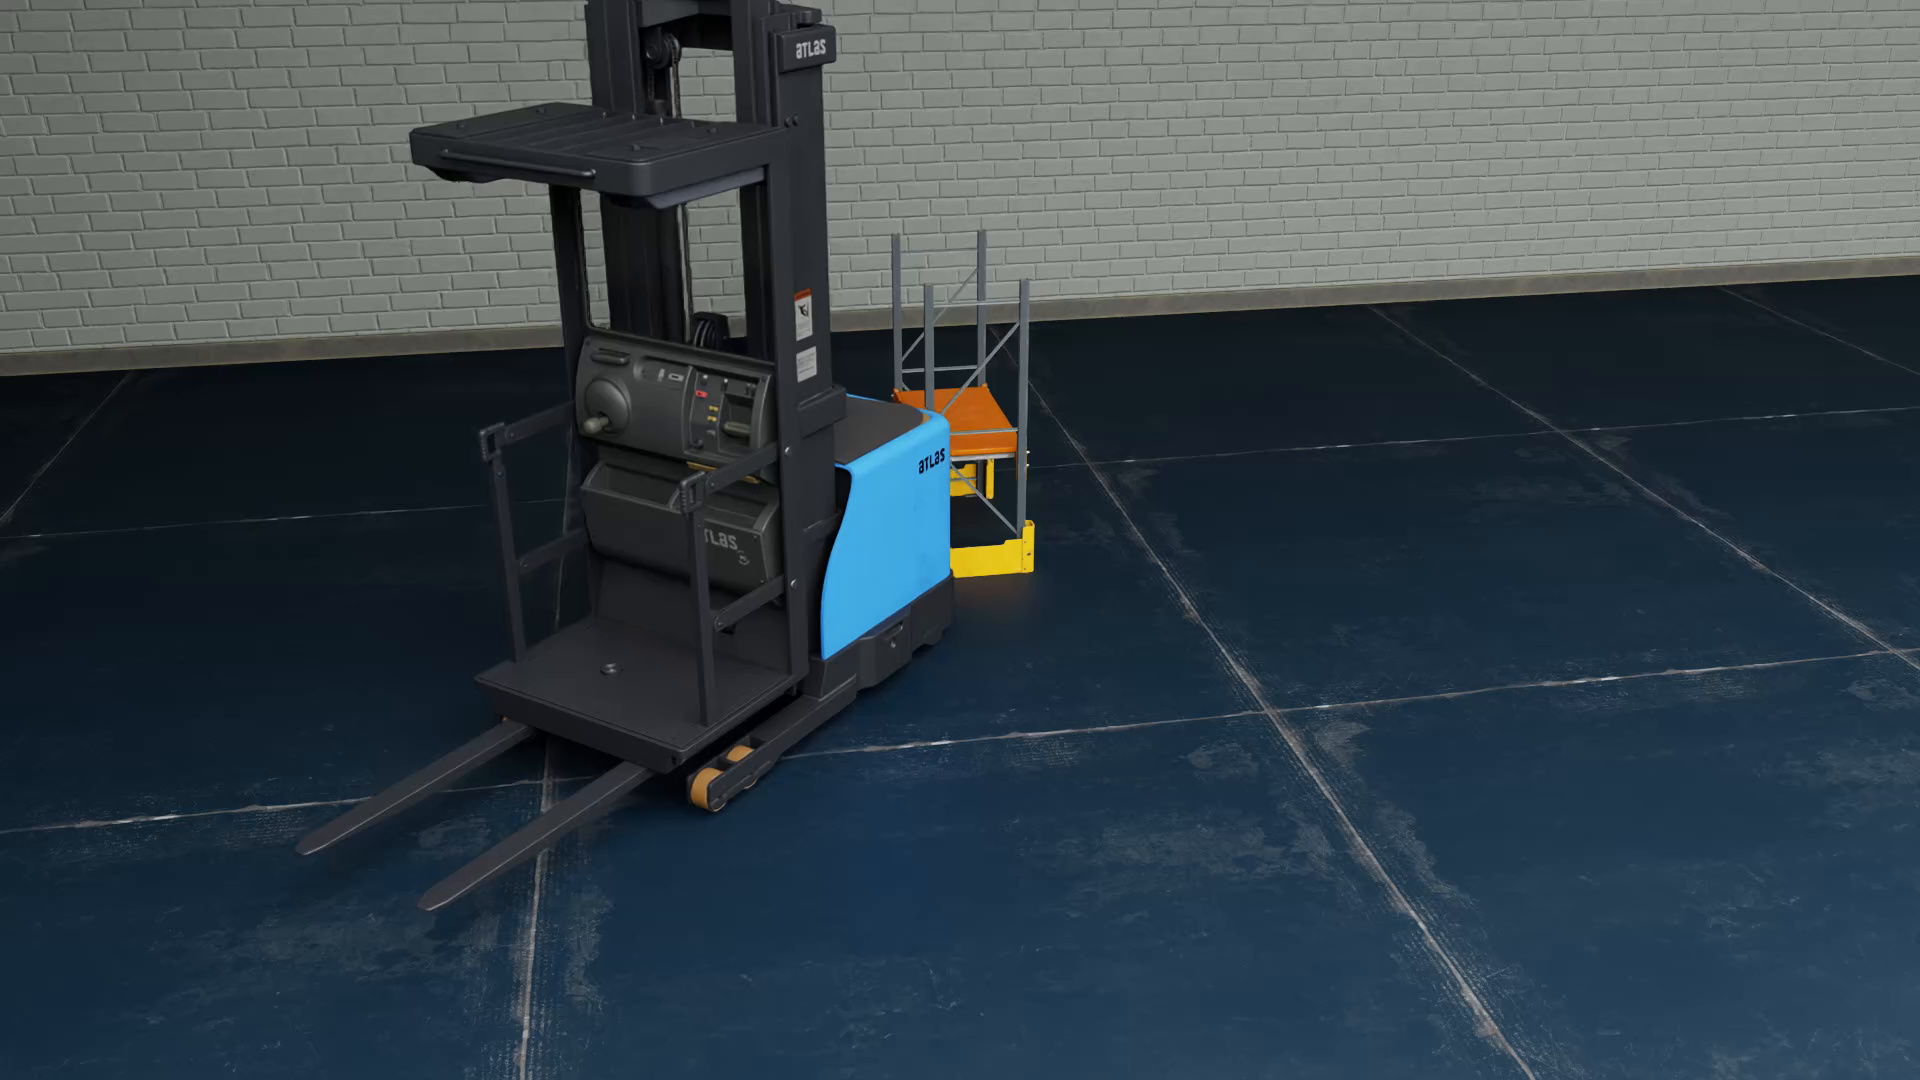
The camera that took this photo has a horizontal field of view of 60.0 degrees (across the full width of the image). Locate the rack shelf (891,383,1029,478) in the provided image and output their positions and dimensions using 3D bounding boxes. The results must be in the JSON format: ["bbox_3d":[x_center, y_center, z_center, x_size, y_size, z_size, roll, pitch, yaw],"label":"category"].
[{"bbox_3d":[-0.016,-0.556,8.599,0.538,0.185,1.000,-4,24,-10],"label":"rack shelf"}]

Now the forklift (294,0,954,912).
[{"bbox_3d":[-1.228,-0.515,6.268,1.130,2.935,3.031,14,27,29],"label":"forklift"}]

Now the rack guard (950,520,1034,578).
[{"bbox_3d":[0.078,0.051,8.320,0.587,0.250,0.087,-4,24,-10],"label":"rack guard"}]

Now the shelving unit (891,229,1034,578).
[{"bbox_3d":[-0.014,-0.717,8.519,0.587,1.500,1.083,-4,24,-10],"label":"shelving unit"}]

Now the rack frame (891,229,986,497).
[{"bbox_3d":[-0.110,-0.921,8.984,0.500,1.500,0.032,-4,24,-10],"label":"rack frame"}]

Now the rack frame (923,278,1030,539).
[{"bbox_3d":[0.078,-0.521,8.069,0.500,1.500,0.032,-4,24,-10],"label":"rack frame"}]

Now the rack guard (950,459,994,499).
[{"bbox_3d":[-0.106,-0.340,9.217,0.587,0.250,0.087,-4,24,-10],"label":"rack guard"}]
